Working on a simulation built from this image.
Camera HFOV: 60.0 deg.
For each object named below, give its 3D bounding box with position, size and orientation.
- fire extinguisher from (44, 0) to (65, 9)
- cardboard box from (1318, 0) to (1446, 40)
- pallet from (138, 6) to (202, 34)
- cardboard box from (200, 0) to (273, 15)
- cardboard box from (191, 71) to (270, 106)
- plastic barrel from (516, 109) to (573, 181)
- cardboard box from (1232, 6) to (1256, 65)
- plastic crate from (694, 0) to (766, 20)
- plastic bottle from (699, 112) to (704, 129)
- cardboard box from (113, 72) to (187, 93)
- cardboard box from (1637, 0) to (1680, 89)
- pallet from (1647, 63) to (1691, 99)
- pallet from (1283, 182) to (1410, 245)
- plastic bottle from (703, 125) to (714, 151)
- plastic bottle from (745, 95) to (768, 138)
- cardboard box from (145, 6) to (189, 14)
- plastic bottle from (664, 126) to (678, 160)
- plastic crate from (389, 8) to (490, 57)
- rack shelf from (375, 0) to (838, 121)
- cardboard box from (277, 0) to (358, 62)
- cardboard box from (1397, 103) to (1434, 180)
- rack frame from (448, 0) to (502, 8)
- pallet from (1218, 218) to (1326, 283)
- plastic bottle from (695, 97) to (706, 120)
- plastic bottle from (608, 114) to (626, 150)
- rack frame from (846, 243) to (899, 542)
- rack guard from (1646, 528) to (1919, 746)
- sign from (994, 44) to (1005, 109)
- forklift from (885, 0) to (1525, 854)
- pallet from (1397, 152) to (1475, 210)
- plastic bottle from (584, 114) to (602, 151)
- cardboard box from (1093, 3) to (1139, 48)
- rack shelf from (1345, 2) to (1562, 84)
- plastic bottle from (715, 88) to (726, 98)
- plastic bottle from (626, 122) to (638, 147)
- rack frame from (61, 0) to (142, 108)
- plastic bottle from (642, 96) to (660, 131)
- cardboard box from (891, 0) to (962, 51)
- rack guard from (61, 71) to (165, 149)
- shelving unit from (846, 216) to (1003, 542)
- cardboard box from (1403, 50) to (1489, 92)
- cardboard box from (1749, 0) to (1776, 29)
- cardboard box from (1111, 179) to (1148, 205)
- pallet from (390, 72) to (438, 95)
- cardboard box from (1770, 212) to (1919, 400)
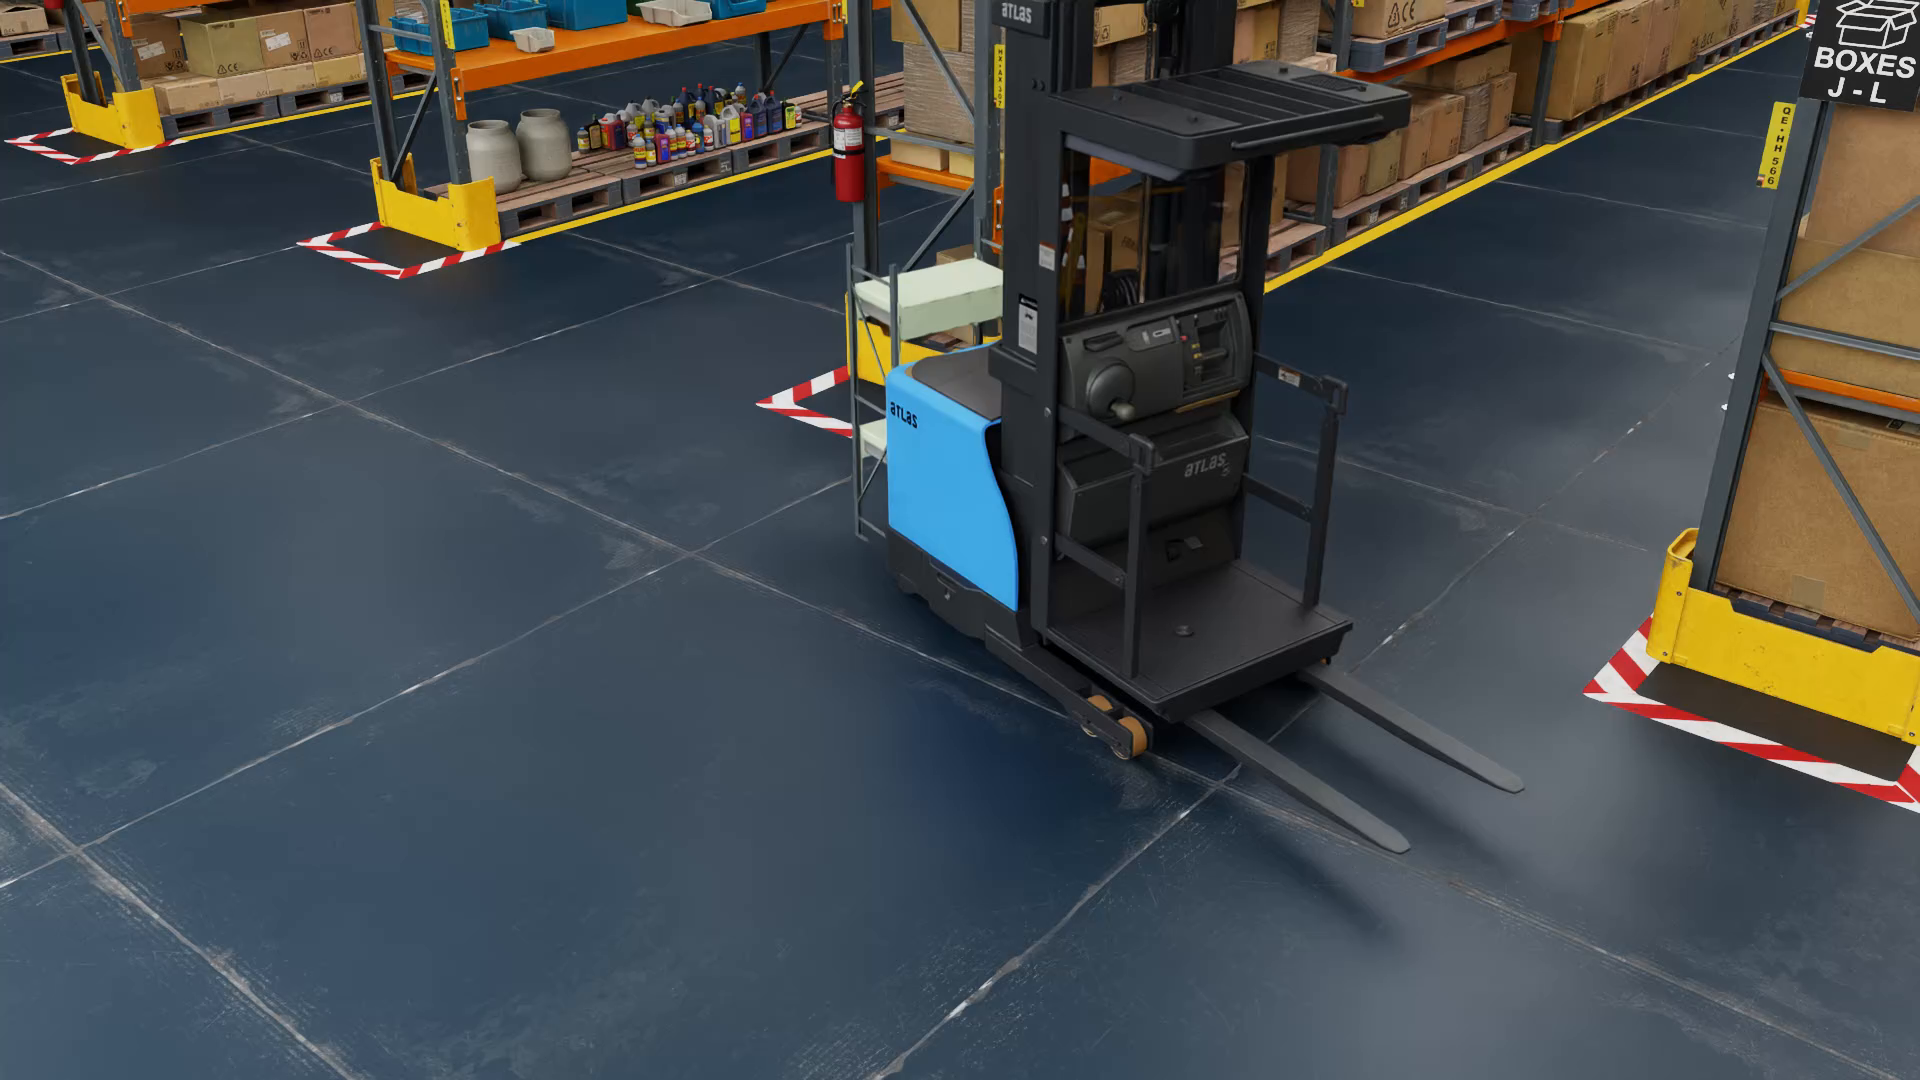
[{"bbox_3d":[-8.279,-5.172,15.068,0.296,0.674,0.183,21,34,34],"label":"fire extinguisher"},{"bbox_3d":[2.954,-4.328,12.242,1.000,1.000,1.000,21,34,35],"label":"cardboard box"},{"bbox_3d":[-9.526,-6.490,20.566,1.003,0.211,1.213,21,34,34],"label":"pallet"},{"bbox_3d":[-7.109,-5.047,16.461,0.500,0.500,0.500,21,34,34],"label":"cardboard box"},{"bbox_3d":[-7.018,-4.381,15.990,0.500,0.250,0.500,21,34,34],"label":"cardboard box"},{"bbox_3d":[-3.347,-3.179,13.380,0.421,0.512,0.421,0,27,0],"label":"plastic barrel"},{"bbox_3d":[1.421,-3.296,10.924,0.875,0.500,0.500,21,34,34],"label":"cardboard box"},{"bbox_3d":[-1.976,-4.544,13.931,0.499,0.251,0.616,21,34,34],"label":"plastic crate"},{"bbox_3d":[-2.185,-3.550,14.326,0.061,0.283,0.133,21,34,34],"label":"plastic bottle"},{"bbox_3d":[-7.732,-4.354,15.938,0.500,0.250,0.500,21,34,34],"label":"cardboard box"},{"bbox_3d":[6.470,-5.164,16.823,1.225,0.875,0.875,19,33,33],"label":"cardboard box"},{"bbox_3d":[6.996,-4.937,17.563,1.003,0.211,1.213,21,34,34],"label":"pallet"},{"bbox_3d":[2.835,-2.672,13.186,1.003,0.211,1.213,21,34,34],"label":"pallet"},{"bbox_3d":[-2.157,-3.433,14.188,0.097,0.201,0.097,0,27,0],"label":"plastic bottle"},{"bbox_3d":[-1.791,-3.720,14.581,0.144,0.351,0.185,19,33,32],"label":"plastic bottle"},{"bbox_3d":[-9.755,-6.683,20.145,0.500,0.500,0.500,18,32,31],"label":"cardboard box"},{"bbox_3d":[-2.414,-3.321,13.895,0.097,0.271,0.097,0,27,0],"label":"plastic bottle"},{"bbox_3d":[-3.938,-3.863,12.614,0.499,0.251,0.616,21,34,34],"label":"plastic crate"},{"bbox_3d":[-2.754,-4.053,13.604,1.077,0.370,4.000,21,34,34],"label":"rack shelf"},{"bbox_3d":[-6.377,-5.067,16.500,0.500,0.500,0.500,21,34,34],"label":"cardboard box"},{"bbox_3d":[3.421,-3.293,13.593,0.700,0.500,0.500,18,32,30],"label":"cardboard box"},{"bbox_3d":[-5.301,-6.531,17.610,1.000,3.000,0.127,21,34,34],"label":"rack frame"},{"bbox_3d":[1.941,-2.147,12.171,1.003,0.211,1.213,21,34,34],"label":"pallet"},{"bbox_3d":[-2.314,-3.814,14.848,0.097,0.271,0.097,0,27,0],"label":"plastic bottle"},{"bbox_3d":[-2.932,-3.482,14.194,0.061,0.283,0.133,21,34,34],"label":"plastic bottle"},{"bbox_3d":[-0.399,-0.619,7.813,0.023,1.500,0.400,-18,32,-31],"label":"rack frame"},{"bbox_3d":[3.544,0.388,6.956,1.175,0.500,0.348,21,34,34],"label":"rack guard"},{"bbox_3d":[0.215,-2.442,8.764,0.100,0.325,0.005,21,34,34],"label":"sign"},{"bbox_3d":[0.909,-0.688,6.389,1.130,2.935,3.031,-18,32,-31],"label":"forklift"},{"bbox_3d":[3.610,-3.107,14.026,1.003,0.211,1.213,21,34,34],"label":"pallet"},{"bbox_3d":[-3.136,-3.479,14.187,0.061,0.283,0.133,22,34,36],"label":"plastic bottle"},{"bbox_3d":[0.680,-3.127,9.510,0.500,0.500,0.500,21,34,34],"label":"cardboard box"},{"bbox_3d":[3.613,-4.024,13.547,1.077,0.370,4.000,21,34,34],"label":"rack shelf"},{"bbox_3d":[-2.207,-3.960,15.126,0.152,0.276,0.135,22,35,36],"label":"plastic bottle"},{"bbox_3d":[-2.818,-3.496,14.310,0.097,0.201,0.097,0,27,0],"label":"plastic bottle"},{"bbox_3d":[-7.845,-5.113,14.868,1.000,3.000,0.127,21,34,34],"label":"rack frame"},{"bbox_3d":[-2.706,-3.718,14.577,0.144,0.351,0.185,20,34,34],"label":"plastic bottle"},{"bbox_3d":[-0.045,-3.104,9.465,0.500,0.500,0.500,21,34,34],"label":"cardboard box"},{"bbox_3d":[-7.861,-3.994,15.426,1.175,0.500,0.348,21,34,34],"label":"rack guard"},{"bbox_3d":[-0.099,-0.715,8.000,0.755,1.500,0.431,-18,32,-31],"label":"shelving unit"},{"bbox_3d":[4.152,-4.033,14.208,0.500,0.250,0.500,-24,36,-38],"label":"cardboard box"},{"bbox_3d":[9.049,-6.559,19.519,0.875,0.875,0.875,21,34,34],"label":"cardboard box"},{"bbox_3d":[1.362,-2.132,11.370,0.500,0.500,0.500,17,32,30],"label":"cardboard box"},{"bbox_3d":[-5.839,-5.023,17.729,1.003,0.211,1.213,21,34,34],"label":"pallet"},{"bbox_3d":[3.760,-0.942,6.643,0.875,0.550,0.550,21,34,34],"label":"cardboard box"}]
